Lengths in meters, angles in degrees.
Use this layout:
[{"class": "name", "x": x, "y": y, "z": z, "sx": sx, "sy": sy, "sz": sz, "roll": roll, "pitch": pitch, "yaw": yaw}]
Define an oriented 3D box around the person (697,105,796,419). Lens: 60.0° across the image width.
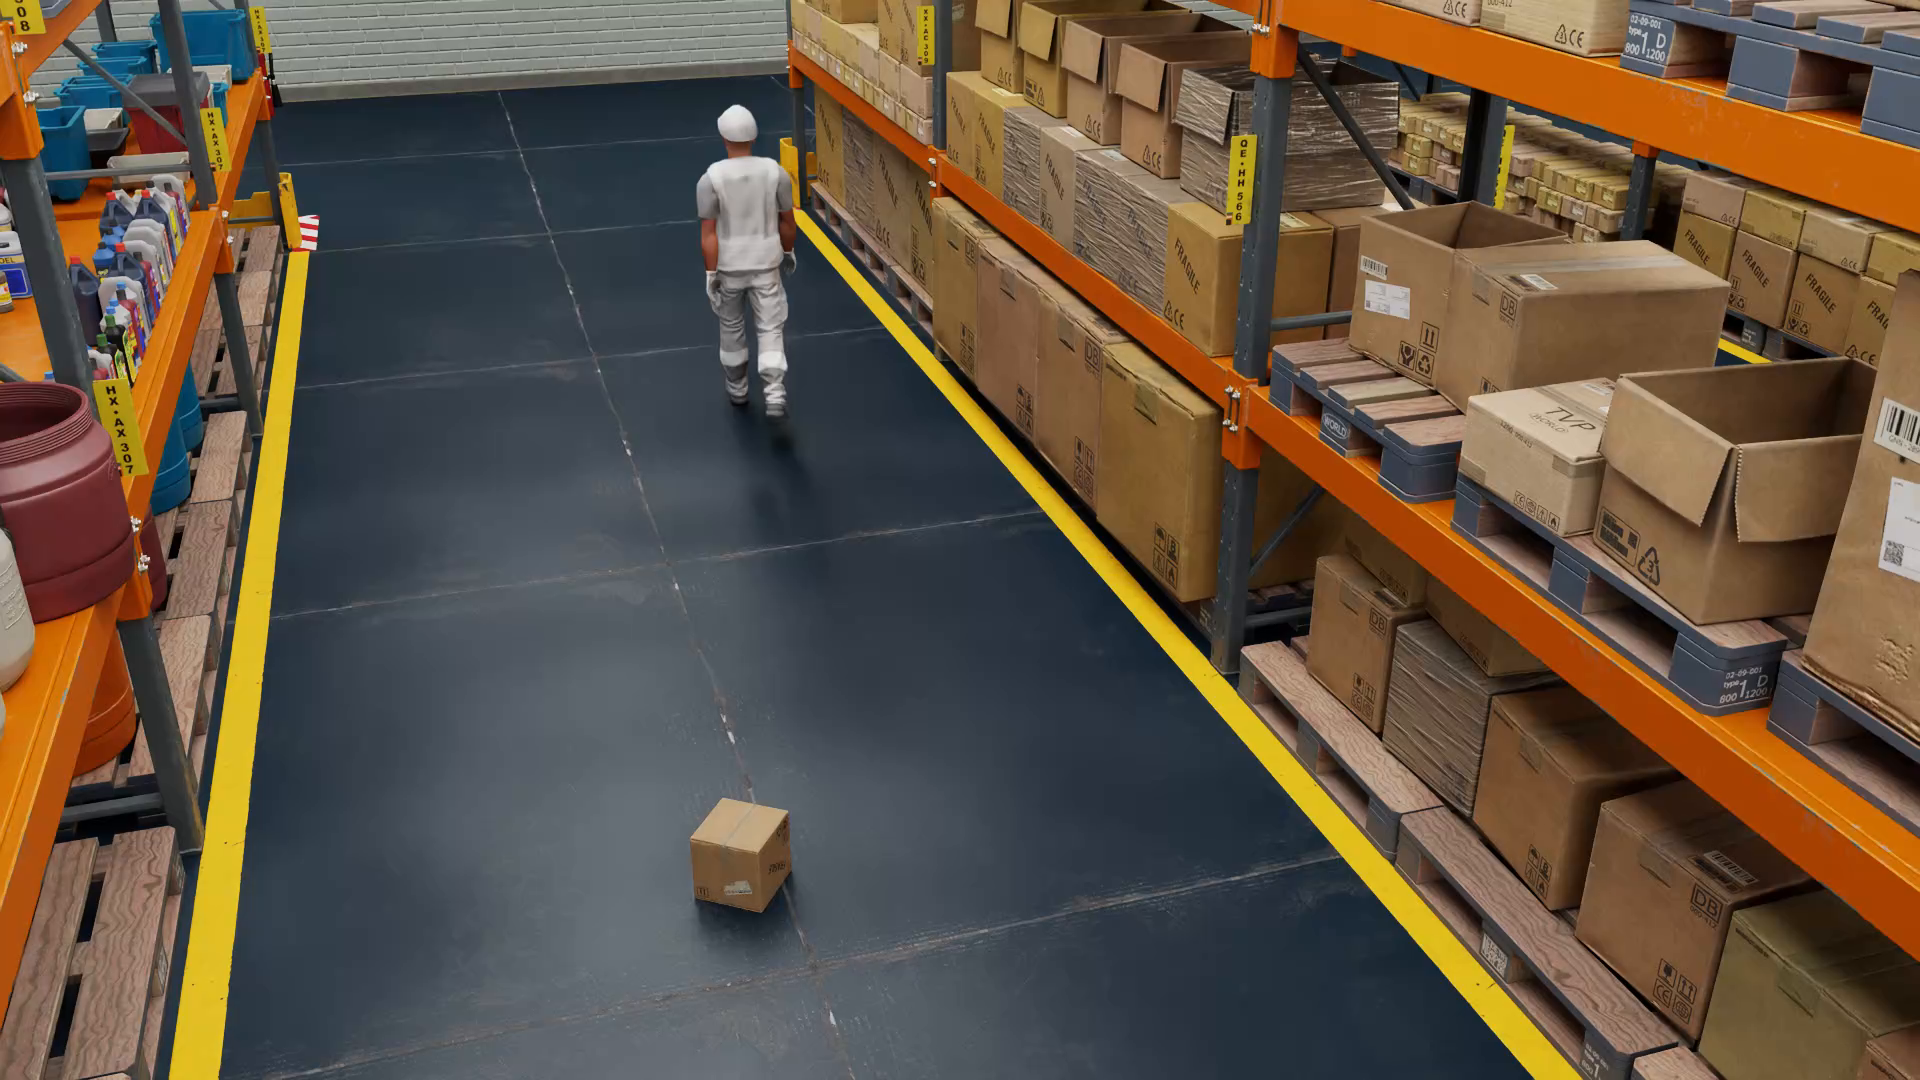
[{"class": "person", "x": -1.156, "y": -1.511, "z": 9.165, "sx": 0.546, "sy": 1.763, "sz": 0.950, "roll": -6, "pitch": 27, "yaw": -11}]
